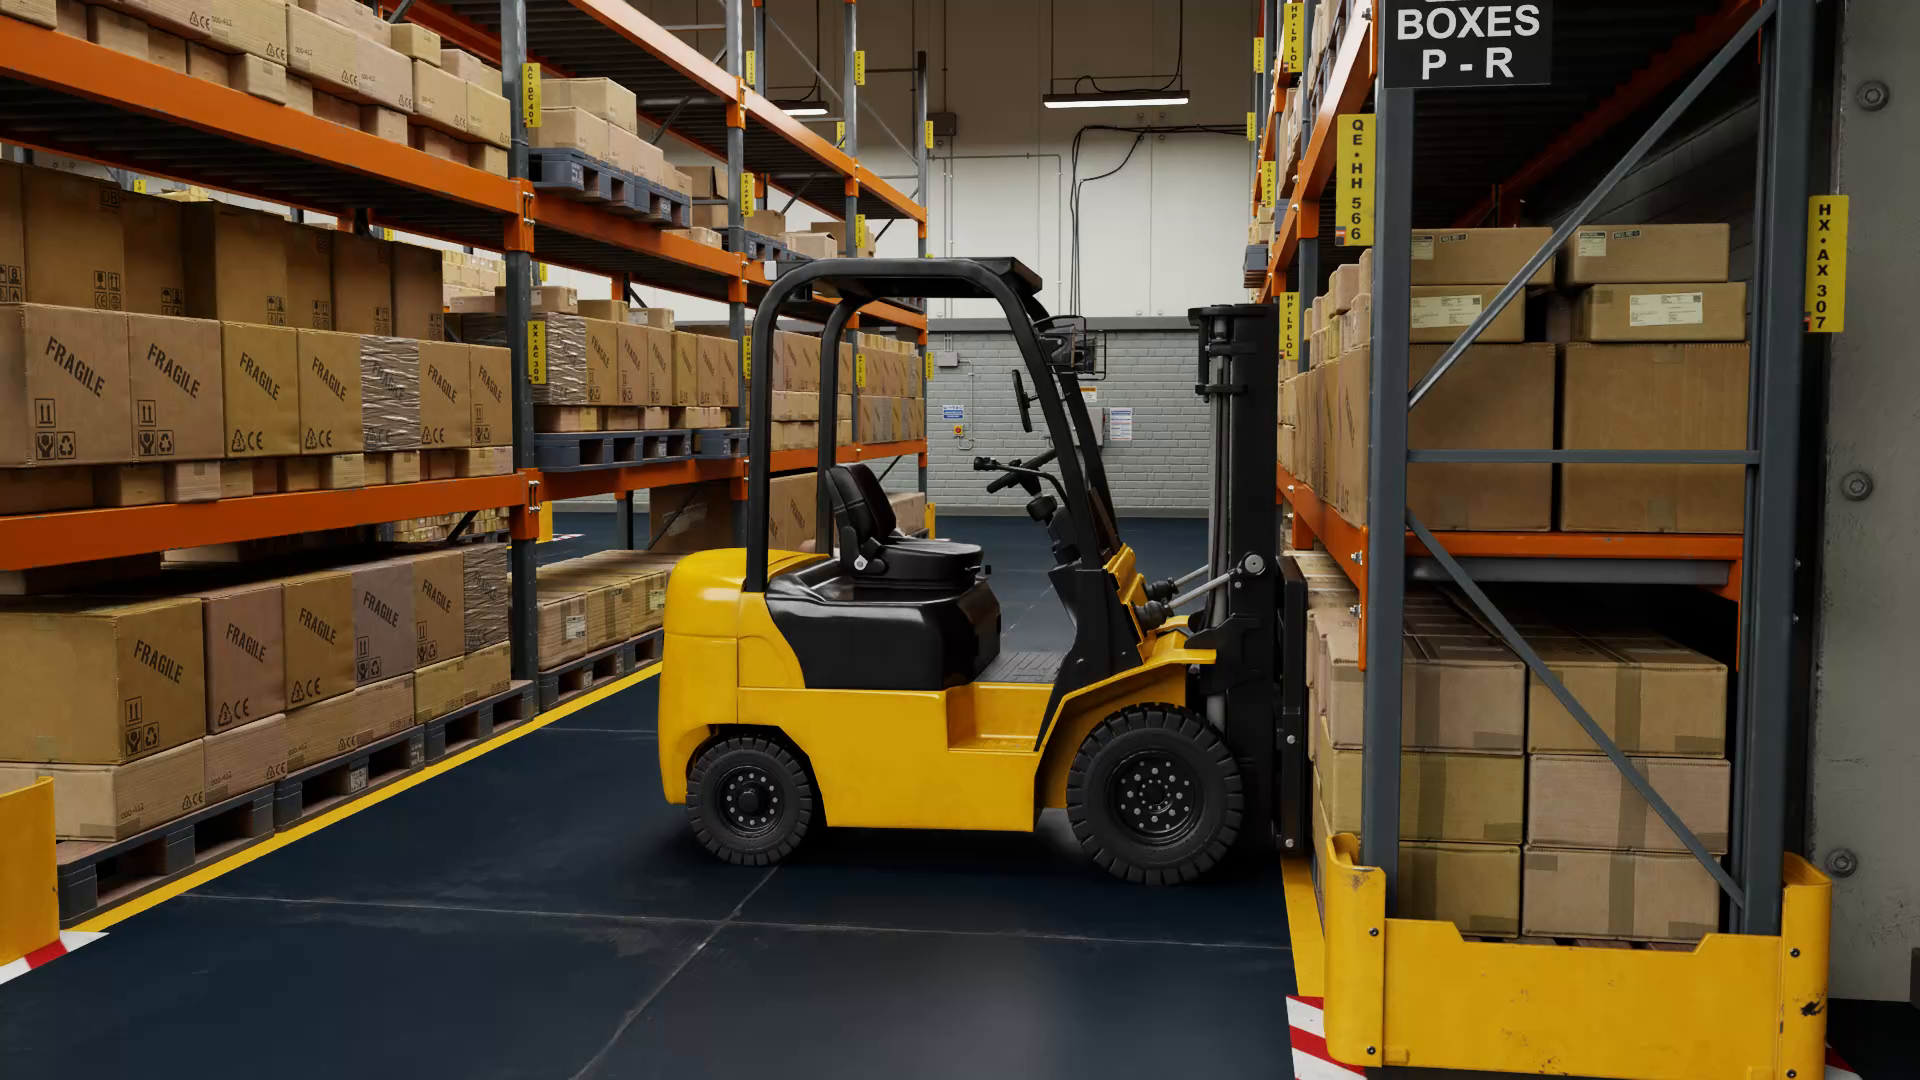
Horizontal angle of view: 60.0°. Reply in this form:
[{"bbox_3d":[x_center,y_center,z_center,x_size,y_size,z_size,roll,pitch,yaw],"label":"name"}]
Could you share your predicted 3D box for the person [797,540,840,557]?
[{"bbox_3d":[-0.615,0.449,10.849,0.922,0.840,0.578,1,4,8],"label":"person"}]
